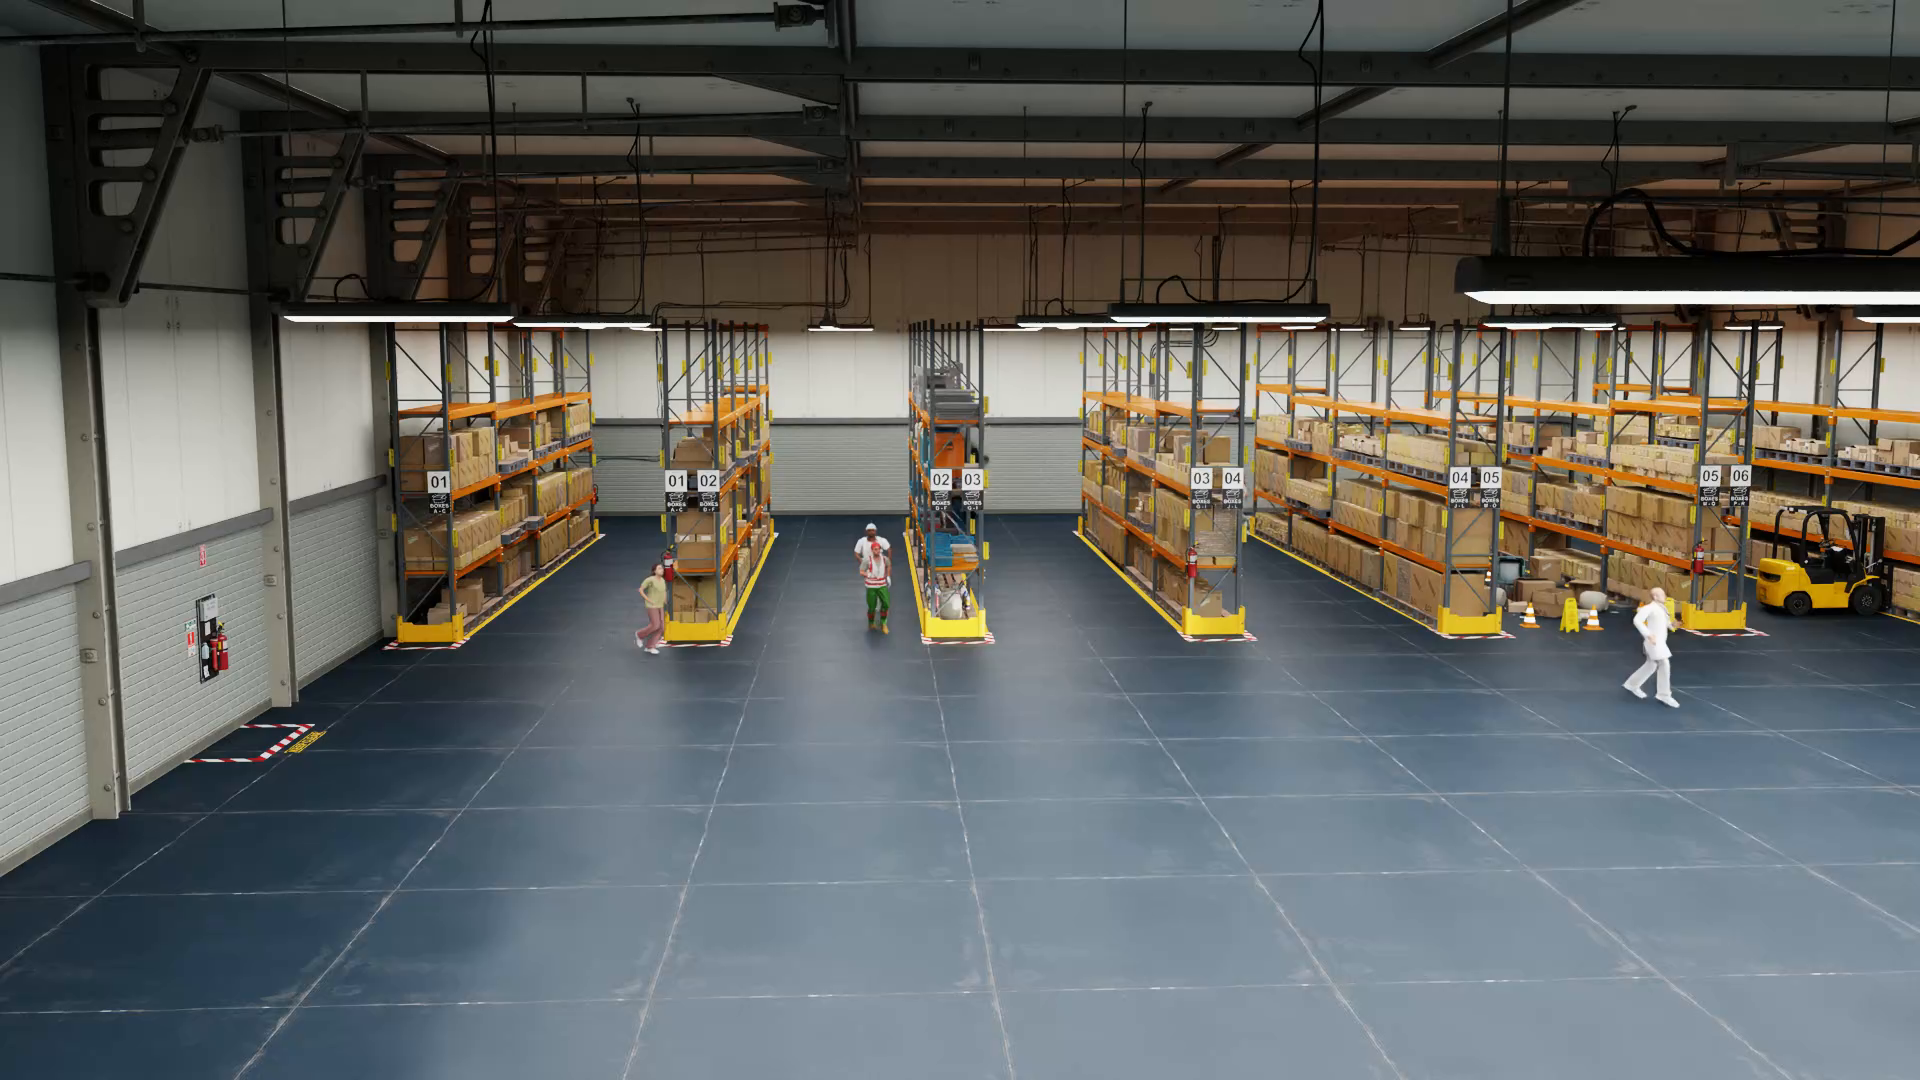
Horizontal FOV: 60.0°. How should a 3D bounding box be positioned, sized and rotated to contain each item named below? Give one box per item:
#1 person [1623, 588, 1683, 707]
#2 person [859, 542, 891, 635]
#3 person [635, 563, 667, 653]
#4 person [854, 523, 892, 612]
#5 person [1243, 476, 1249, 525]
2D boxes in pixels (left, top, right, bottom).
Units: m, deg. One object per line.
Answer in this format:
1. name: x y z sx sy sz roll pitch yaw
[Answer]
1. person: 10.810 1.642 25.908 0.876 1.822 0.694 5 9 34
2. person: -1.600 0.913 31.860 0.674 1.780 0.796 -2 7 -15
3. person: -5.544 1.215 30.121 0.547 1.620 0.591 5 9 34
4. person: -1.706 0.559 32.583 0.746 1.768 0.577 0 7 -3
5. person: 8.172 -1.088 48.757 0.602 1.607 0.600 -3 8 -24
